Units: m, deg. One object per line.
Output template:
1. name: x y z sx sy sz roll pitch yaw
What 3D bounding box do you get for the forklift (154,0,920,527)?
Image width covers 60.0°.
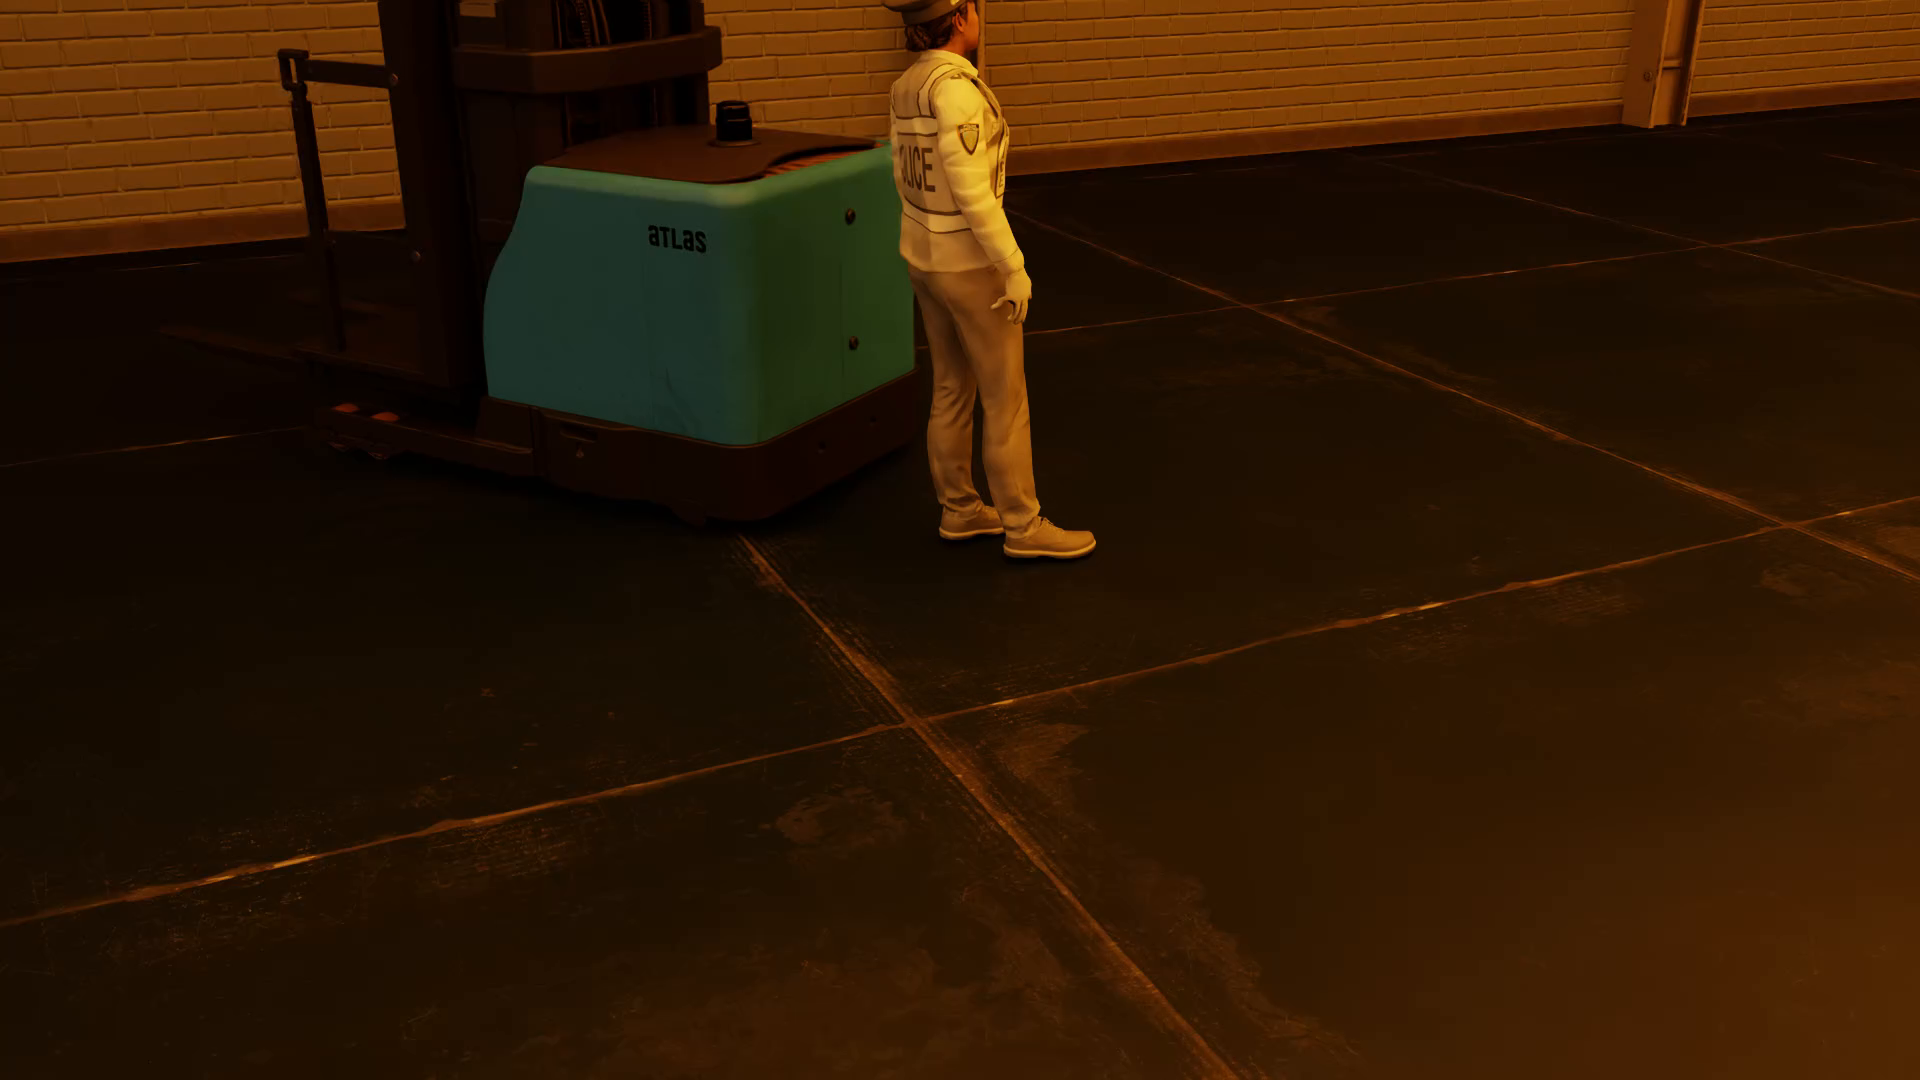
1. forklift: -1.675 -1.791 5.597 3.031 2.935 1.130 12 26 27

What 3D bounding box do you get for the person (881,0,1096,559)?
1. person: 0.066 -0.798 4.800 0.530 1.694 0.586 -10 25 -23
